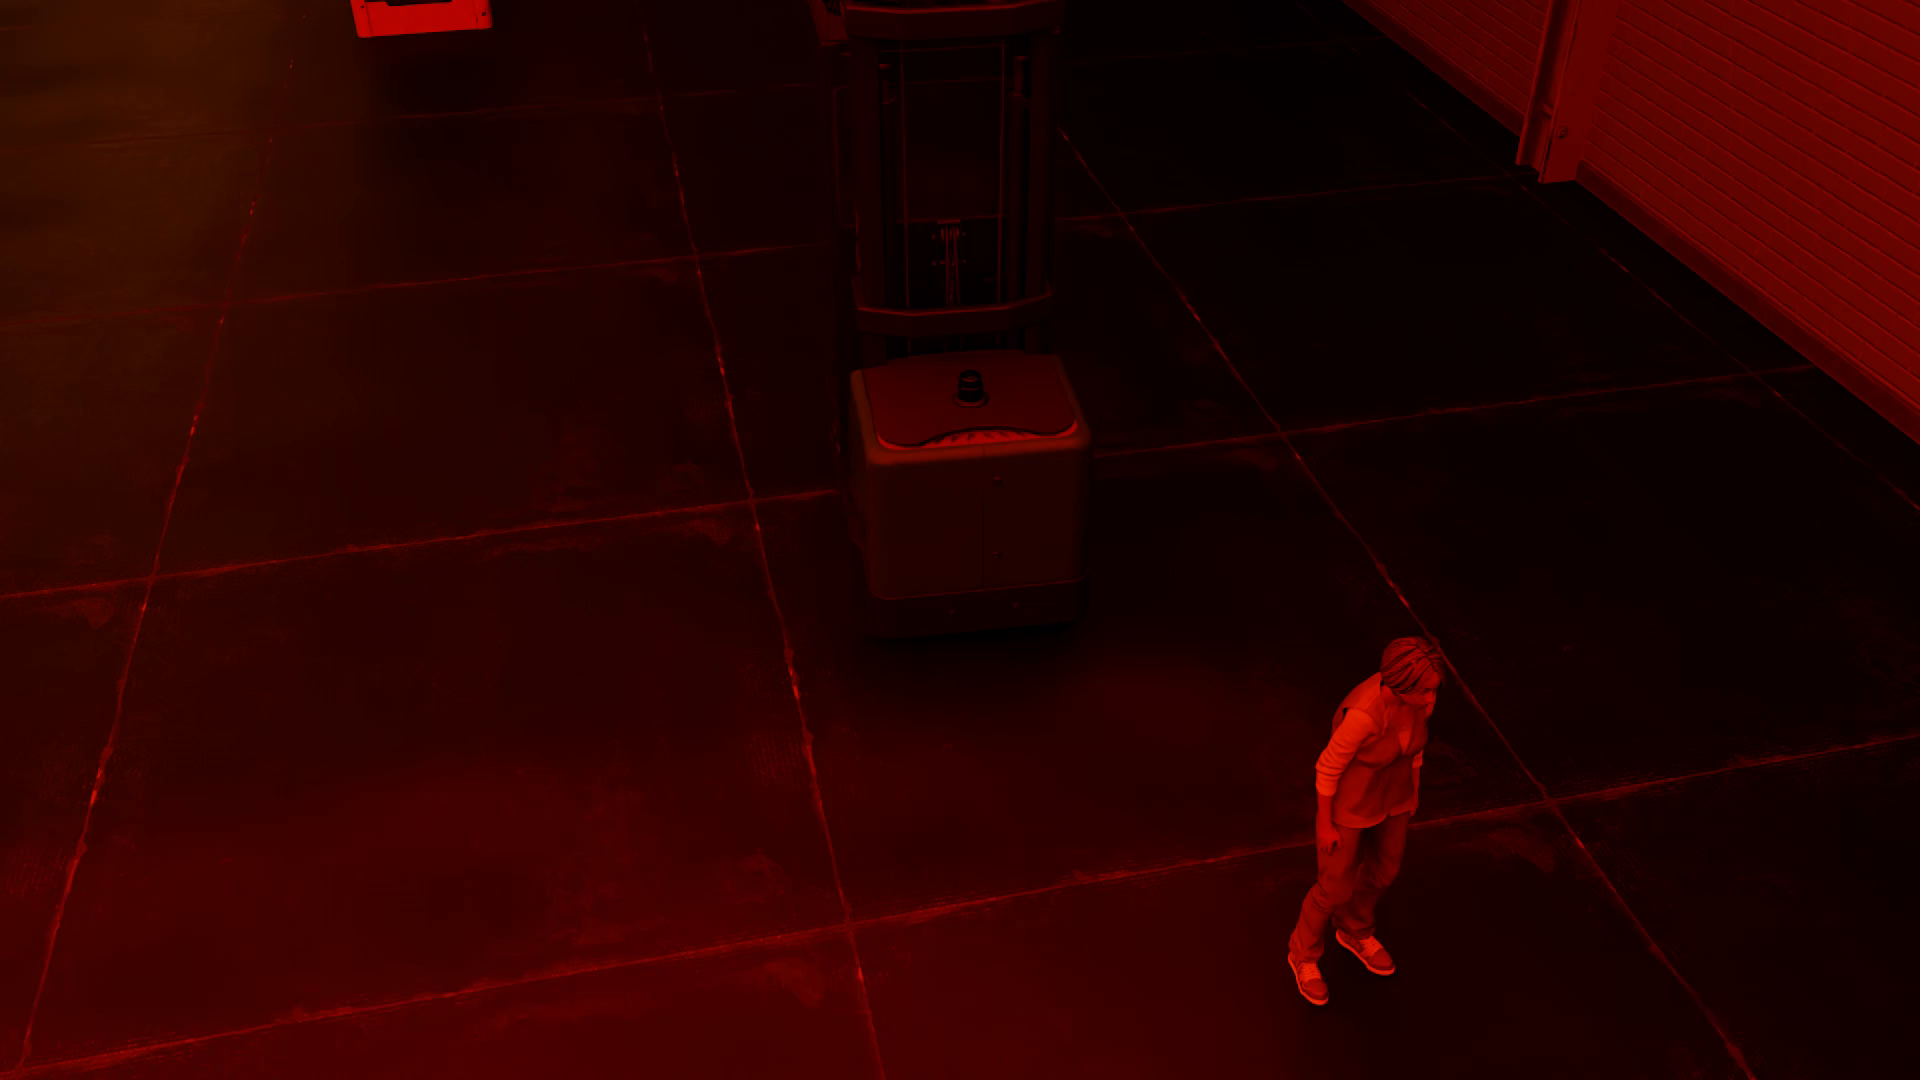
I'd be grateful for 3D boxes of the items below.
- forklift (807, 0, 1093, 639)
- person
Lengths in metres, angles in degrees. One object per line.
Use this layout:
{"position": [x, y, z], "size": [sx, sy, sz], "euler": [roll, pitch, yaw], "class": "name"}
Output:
{"position": [-0.130, -1.579, 8.244], "size": [1.130, 2.935, 3.031], "euler": [-5, 36, -7], "class": "forklift"}
{"position": [1.440, 0.952, 5.877], "size": [0.464, 1.590, 0.347], "euler": [-17, 39, -23], "class": "person"}
